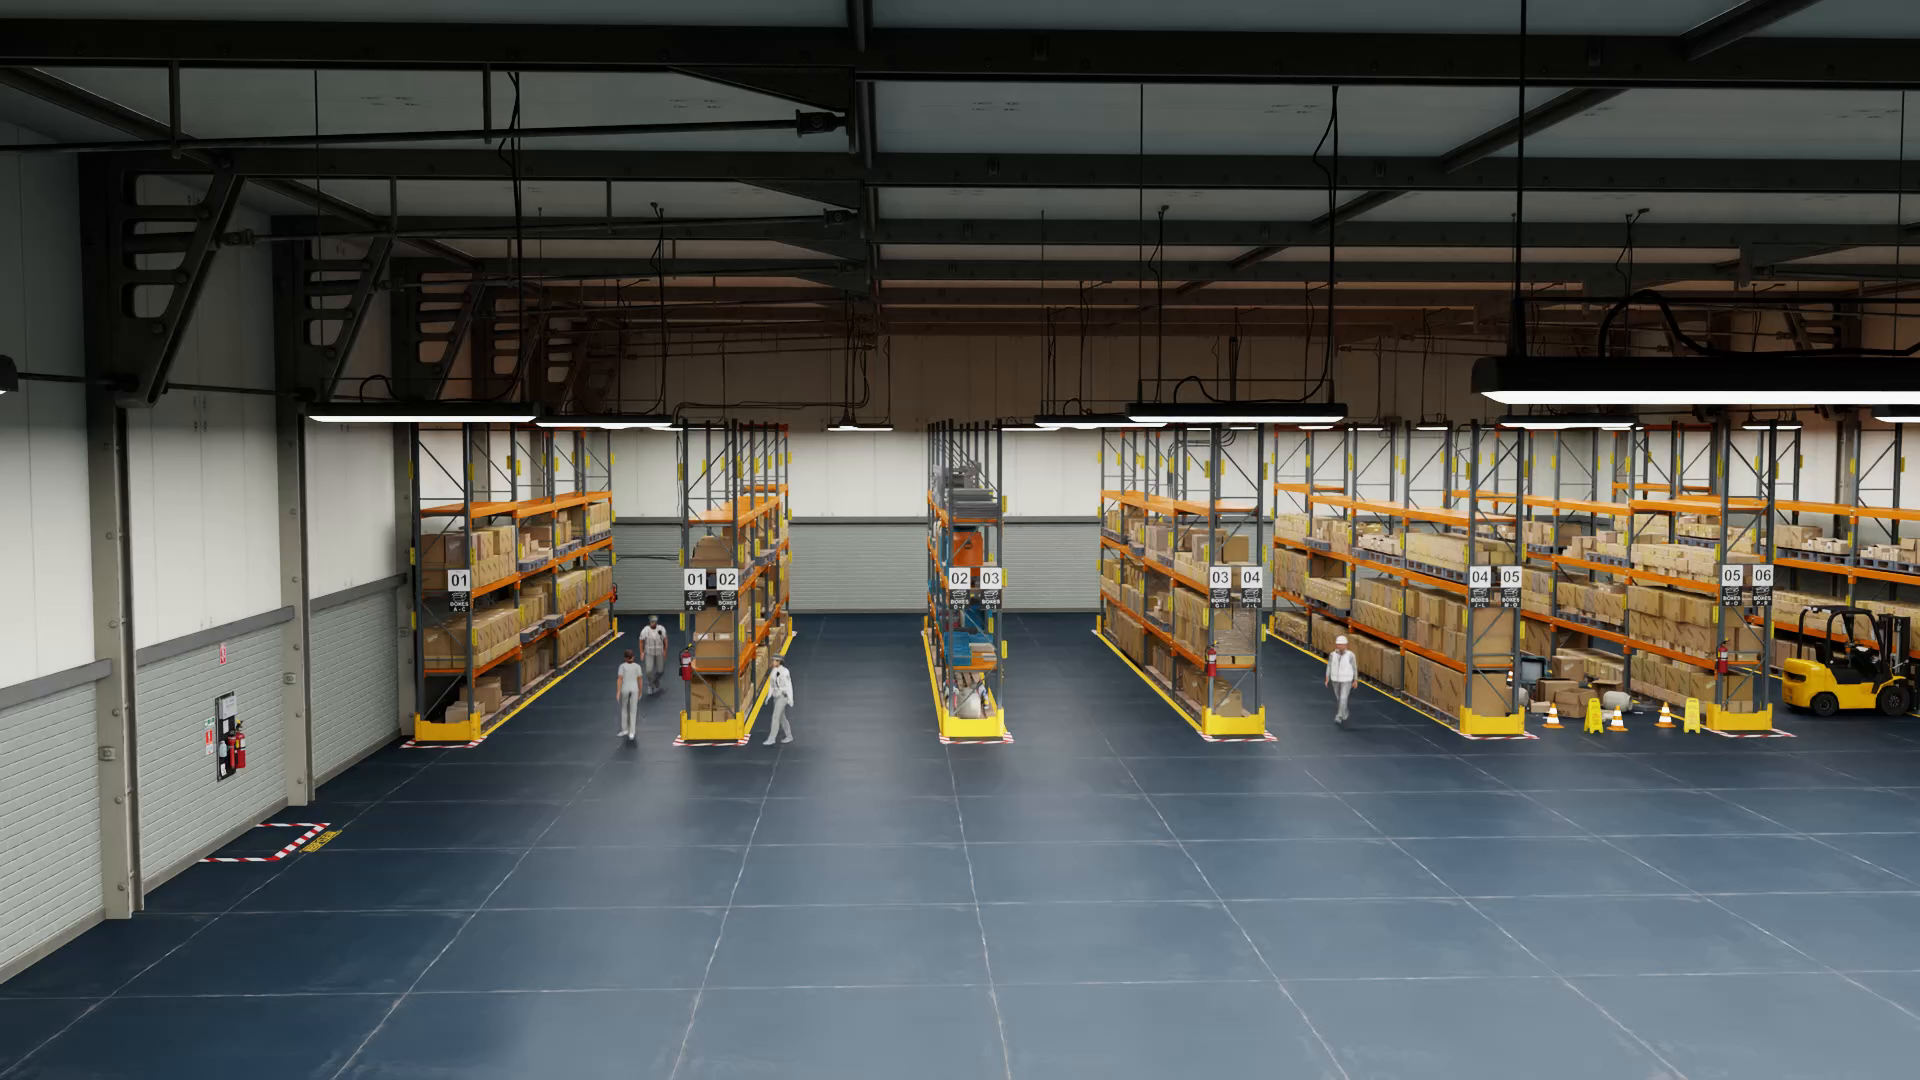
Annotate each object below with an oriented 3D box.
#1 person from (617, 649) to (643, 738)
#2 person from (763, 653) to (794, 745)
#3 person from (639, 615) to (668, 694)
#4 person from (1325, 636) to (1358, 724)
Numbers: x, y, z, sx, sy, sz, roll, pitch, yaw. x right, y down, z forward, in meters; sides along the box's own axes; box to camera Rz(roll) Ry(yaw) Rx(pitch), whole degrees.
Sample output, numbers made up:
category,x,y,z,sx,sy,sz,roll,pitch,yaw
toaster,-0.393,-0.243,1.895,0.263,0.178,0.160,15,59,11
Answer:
category,x,y,z,sx,sy,sz,roll,pitch,yaw
person,-6.226,2.905,31.332,0.491,1.697,0.683,-1,4,-17
person,-3.402,2.925,30.616,0.755,1.669,0.586,-2,4,-34
person,-6.798,2.512,36.840,0.626,1.730,0.659,-1,4,-16
person,7.477,2.746,32.763,0.564,1.709,1.076,3,5,39
